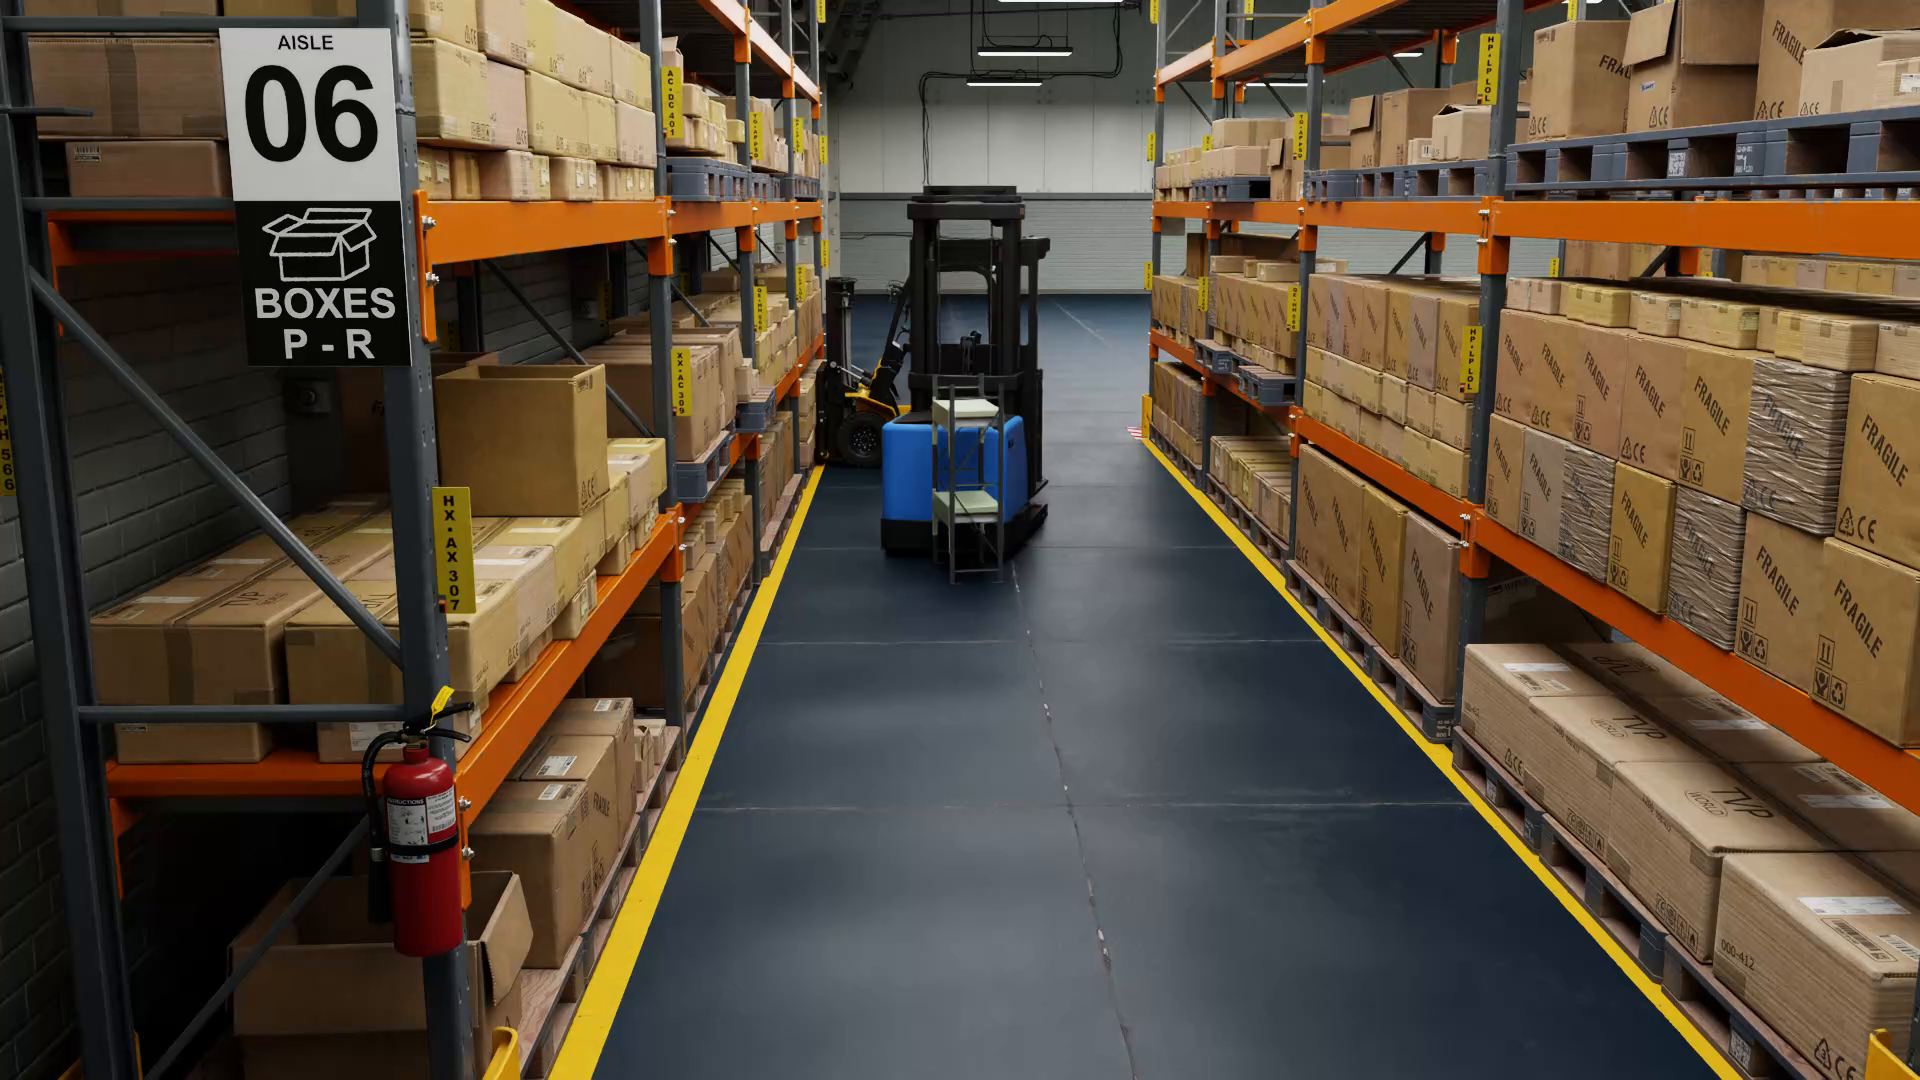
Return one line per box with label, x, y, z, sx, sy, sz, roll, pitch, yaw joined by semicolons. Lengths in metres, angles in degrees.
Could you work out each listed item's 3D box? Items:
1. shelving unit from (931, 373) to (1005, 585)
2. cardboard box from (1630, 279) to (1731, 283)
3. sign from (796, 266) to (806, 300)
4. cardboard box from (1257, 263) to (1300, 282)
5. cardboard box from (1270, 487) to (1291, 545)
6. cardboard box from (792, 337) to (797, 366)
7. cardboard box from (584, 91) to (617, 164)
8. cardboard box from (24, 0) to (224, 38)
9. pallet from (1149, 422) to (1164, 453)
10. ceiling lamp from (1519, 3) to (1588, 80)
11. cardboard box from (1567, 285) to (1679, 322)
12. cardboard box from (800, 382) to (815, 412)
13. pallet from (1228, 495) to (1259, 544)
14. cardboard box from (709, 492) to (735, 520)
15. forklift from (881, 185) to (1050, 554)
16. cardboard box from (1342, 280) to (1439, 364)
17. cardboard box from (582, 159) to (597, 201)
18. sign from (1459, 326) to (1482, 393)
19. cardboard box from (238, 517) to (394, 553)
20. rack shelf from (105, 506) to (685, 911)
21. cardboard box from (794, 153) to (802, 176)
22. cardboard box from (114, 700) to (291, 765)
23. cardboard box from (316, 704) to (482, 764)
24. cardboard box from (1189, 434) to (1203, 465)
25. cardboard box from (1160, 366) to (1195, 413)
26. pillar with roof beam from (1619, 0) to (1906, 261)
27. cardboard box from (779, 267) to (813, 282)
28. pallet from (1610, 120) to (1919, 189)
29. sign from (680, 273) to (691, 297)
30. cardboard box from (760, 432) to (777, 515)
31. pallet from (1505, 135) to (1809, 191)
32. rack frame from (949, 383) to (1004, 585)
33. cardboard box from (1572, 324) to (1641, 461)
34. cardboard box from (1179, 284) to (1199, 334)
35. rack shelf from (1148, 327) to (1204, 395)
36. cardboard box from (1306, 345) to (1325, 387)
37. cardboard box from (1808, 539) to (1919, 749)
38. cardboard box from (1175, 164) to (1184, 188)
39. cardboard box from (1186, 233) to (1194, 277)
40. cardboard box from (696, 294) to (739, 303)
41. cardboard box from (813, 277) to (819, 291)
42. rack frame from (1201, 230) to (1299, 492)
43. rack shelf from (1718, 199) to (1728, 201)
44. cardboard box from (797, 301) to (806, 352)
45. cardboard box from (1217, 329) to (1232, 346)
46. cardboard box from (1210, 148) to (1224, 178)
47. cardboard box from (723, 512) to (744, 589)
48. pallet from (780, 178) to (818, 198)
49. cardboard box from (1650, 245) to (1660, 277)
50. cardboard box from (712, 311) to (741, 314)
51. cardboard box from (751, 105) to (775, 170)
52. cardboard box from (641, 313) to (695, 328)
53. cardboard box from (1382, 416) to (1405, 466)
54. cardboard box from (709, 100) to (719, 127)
shelving unit;0.053;-0.477;12.640;0.431;1.500;0.755;-2;12;-10
cardboard box;3.278;-1.106;7.569;0.380;0.149;0.250;0;11;0
sign;-1.529;-2.464;15.947;0.100;0.325;0.005;0;11;-1
cardboard box;2.658;-2.200;13.670;0.380;0.149;0.250;-1;11;-4
cardboard box;2.972;-0.187;12.992;0.950;0.372;0.625;-1;12;-5
cardboard box;-1.800;-1.758;15.560;0.500;0.250;0.500;0;11;0
cardboard box;-1.626;-1.583;6.403;0.500;0.250;0.500;0;11;0
cardboard box;-2.112;-1.420;4.343;0.500;0.250;0.500;-1;11;-3
pallet;2.791;-1.204;19.463;1.003;0.211;1.213;0;11;-1
ceiling lamp;15.614;-13.659;44.073;2.000;3.185;0.800;0;11;-1
cardboard box;2.816;-1.004;7.065;0.380;0.149;0.250;0;11;-2
cardboard box;-1.768;-1.479;17.147;0.500;0.250;0.500;0;11;-1
pallet;2.937;-0.188;14.454;1.003;0.211;1.213;0;11;-1
cardboard box;-1.728;-0.231;11.252;0.380;0.149;0.250;-1;11;-3
forklift;0.170;-1.572;14.434;1.130;2.935;3.031;2;12;12
cardboard box;2.754;-1.396;10.628;0.500;0.500;0.500;0;11;0
cardboard box;-1.542;-1.312;6.067;0.380;0.149;0.250;0;11;0
sign;2.514;-0.886;8.171;0.100;0.325;0.005;0;11;-1
cardboard box;-2.113;0.091;5.697;0.500;0.250;0.500;0;11;1
rack shelf;-1.865;0.409;6.307;1.077;0.370;4.000;0;11;-1
cardboard box;-1.845;-3.779;16.512;0.500;0.311;0.500;0;11;0
cardboard box;-2.099;0.513;4.620;0.380;0.149;0.250;0;11;-2
cardboard box;-1.556;0.511;4.628;0.380;0.149;0.250;0;11;-2
cardboard box;2.610;-0.927;16.943;0.500;0.250;0.500;0;11;1
cardboard box;2.565;-1.703;18.882;0.500;0.500;0.500;-1;11;-3
pillar with roof beam;23.528;-11.599;48.601;9.100;9.000;0.548;0;11;-1
cardboard box;-1.810;-2.915;18.253;0.380;0.149;0.250;0;11;0
pallet;3.085;-1.384;6.015;1.003;0.211;1.213;0;11;-1
sign;-2.626;-2.392;15.927;0.100;0.325;0.005;0;11;-1
cardboard box;-2.024;-0.566;14.220;0.875;0.625;0.625;-1;11;-4
pallet;3.063;-1.626;7.208;1.003;0.211;1.213;0;11;-1
rack frame;0.121;-0.406;12.287;0.400;1.500;0.023;-2;12;-10
cardboard box;2.827;-0.603;6.721;0.500;0.500;0.500;0;11;0
cardboard box;2.600;-2.440;17.541;0.500;0.500;0.500;0;11;0
rack shelf;2.850;-1.997;18.169;1.077;0.370;4.000;0;11;-1
cardboard box;2.737;-1.227;11.682;0.500;0.250;0.500;0;11;-2
cardboard box;2.864;0.289;4.837;0.500;0.500;0.500;0;11;-1
cardboard box;2.579;-3.884;17.744;0.500;0.250;0.500;0;11;0
cardboard box;3.037;-3.332;19.422;0.700;0.500;0.500;-1;11;-3
cardboard box;-2.279;-2.227;15.610;0.380;0.149;0.250;0;11;-2
cardboard box;-1.832;-2.975;19.294;0.380;0.149;0.250;0;11;0
rack frame;2.891;-1.952;16.138;1.000;3.000;0.127;0;11;-1
rack shelf;7.879;-2.713;14.150;1.077;0.370;4.000;0;11;-1
cardboard box;-1.847;-2.173;16.974;0.500;0.500;0.500;0;11;0
cardboard box;2.583;-1.874;15.328;0.380;0.149;0.250;0;11;0
cardboard box;2.514;-3.336;14.735;0.500;0.250;0.500;0;11;-2
cardboard box;-1.765;0.066;11.420;0.500;0.500;0.500;0;11;-2
pallet;-2.166;-4.012;18.970;1.003;0.211;1.213;0;11;-1
cardboard box;7.863;-2.886;17.645;0.875;0.550;0.550;0;11;-1
cardboard box;-1.757;-1.723;13.127;0.380;0.149;0.250;0;11;-1
cardboard box;-1.781;-3.257;13.466;0.500;0.500;0.500;0;11;0
cardboard box;-2.259;-1.670;12.863;0.380;0.149;0.250;0;11;-1
cardboard box;2.794;-0.578;9.742;0.500;0.250;0.500;-1;11;-3
cardboard box;-1.569;-2.405;9.403;0.380;0.149;0.250;0;11;-1
